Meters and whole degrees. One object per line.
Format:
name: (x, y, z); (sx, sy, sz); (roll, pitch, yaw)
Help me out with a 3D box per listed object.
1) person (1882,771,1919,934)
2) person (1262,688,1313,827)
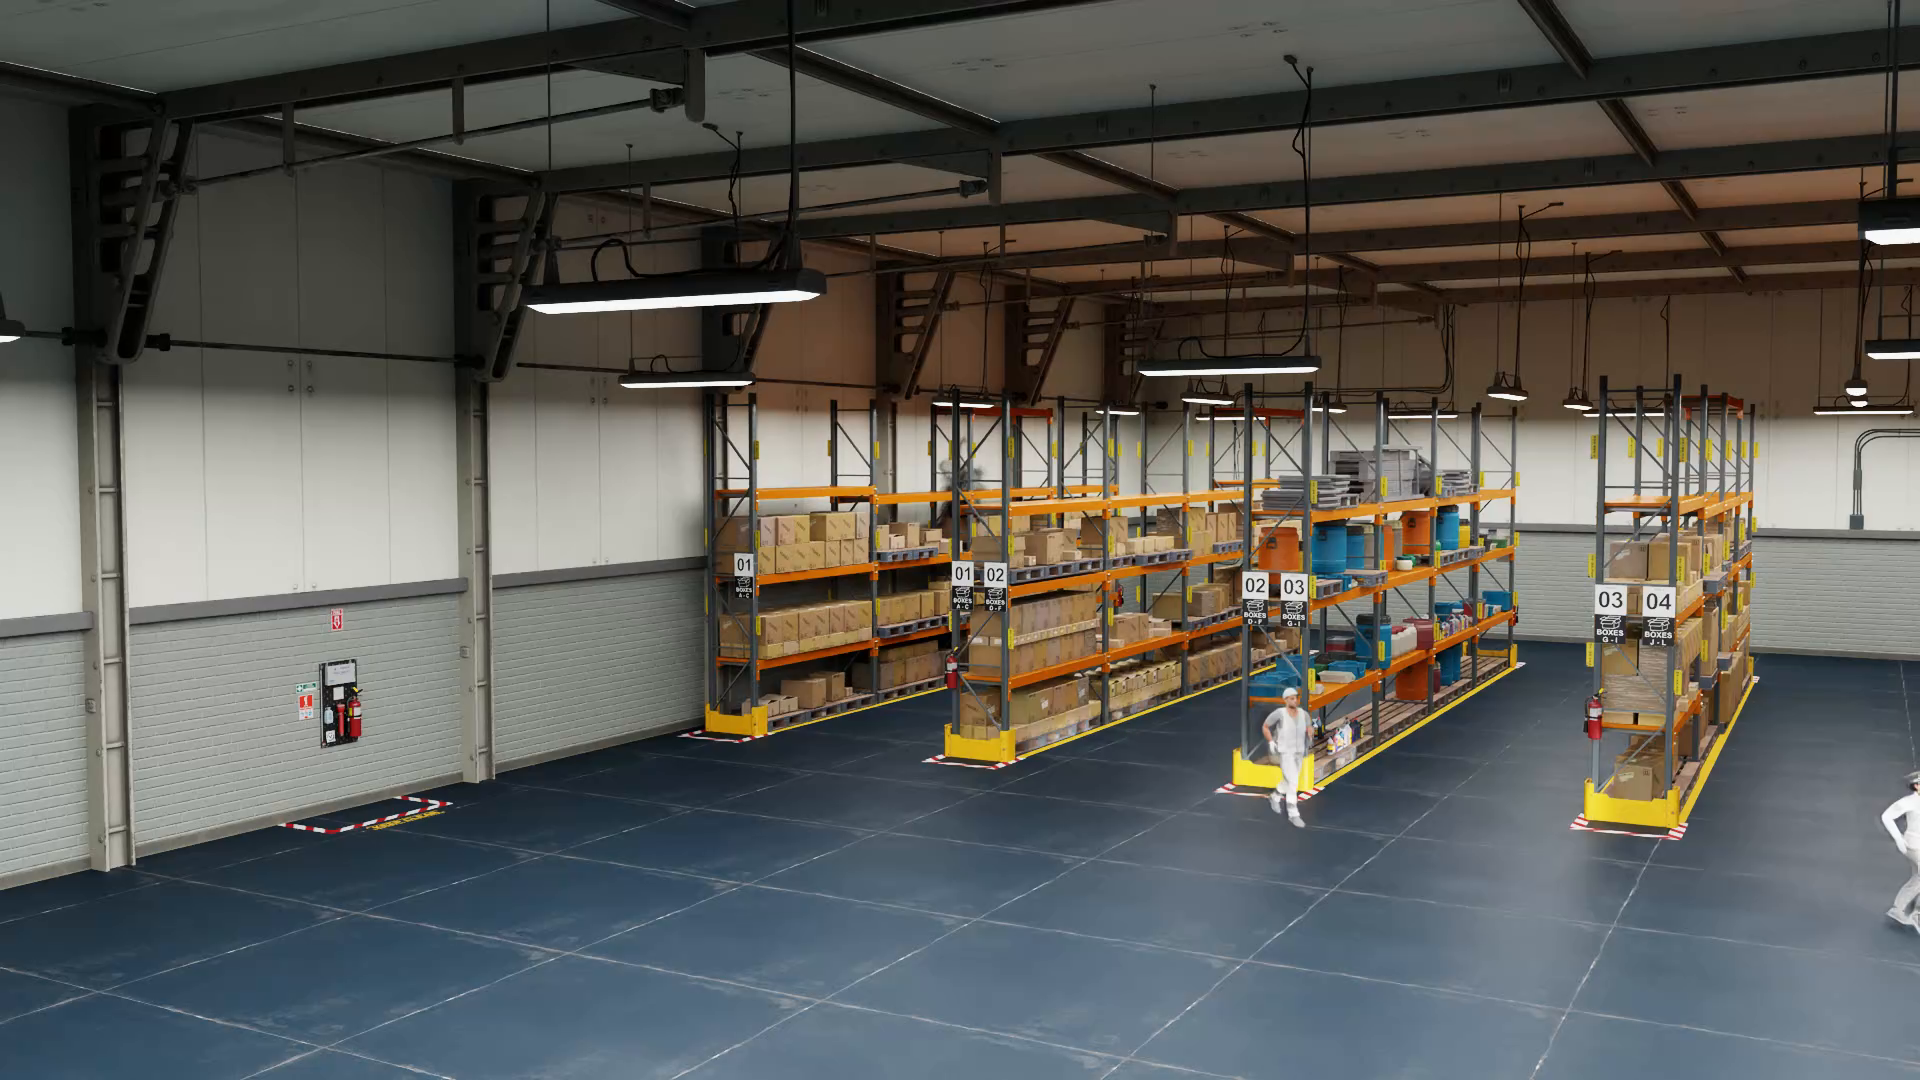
person: (9.951, 3.231, 17.217); (0.577, 1.725, 0.707); (-2, 4, -31)
person: (4.430, 2.872, 22.349); (0.654, 1.799, 0.918); (-1, 3, -25)
